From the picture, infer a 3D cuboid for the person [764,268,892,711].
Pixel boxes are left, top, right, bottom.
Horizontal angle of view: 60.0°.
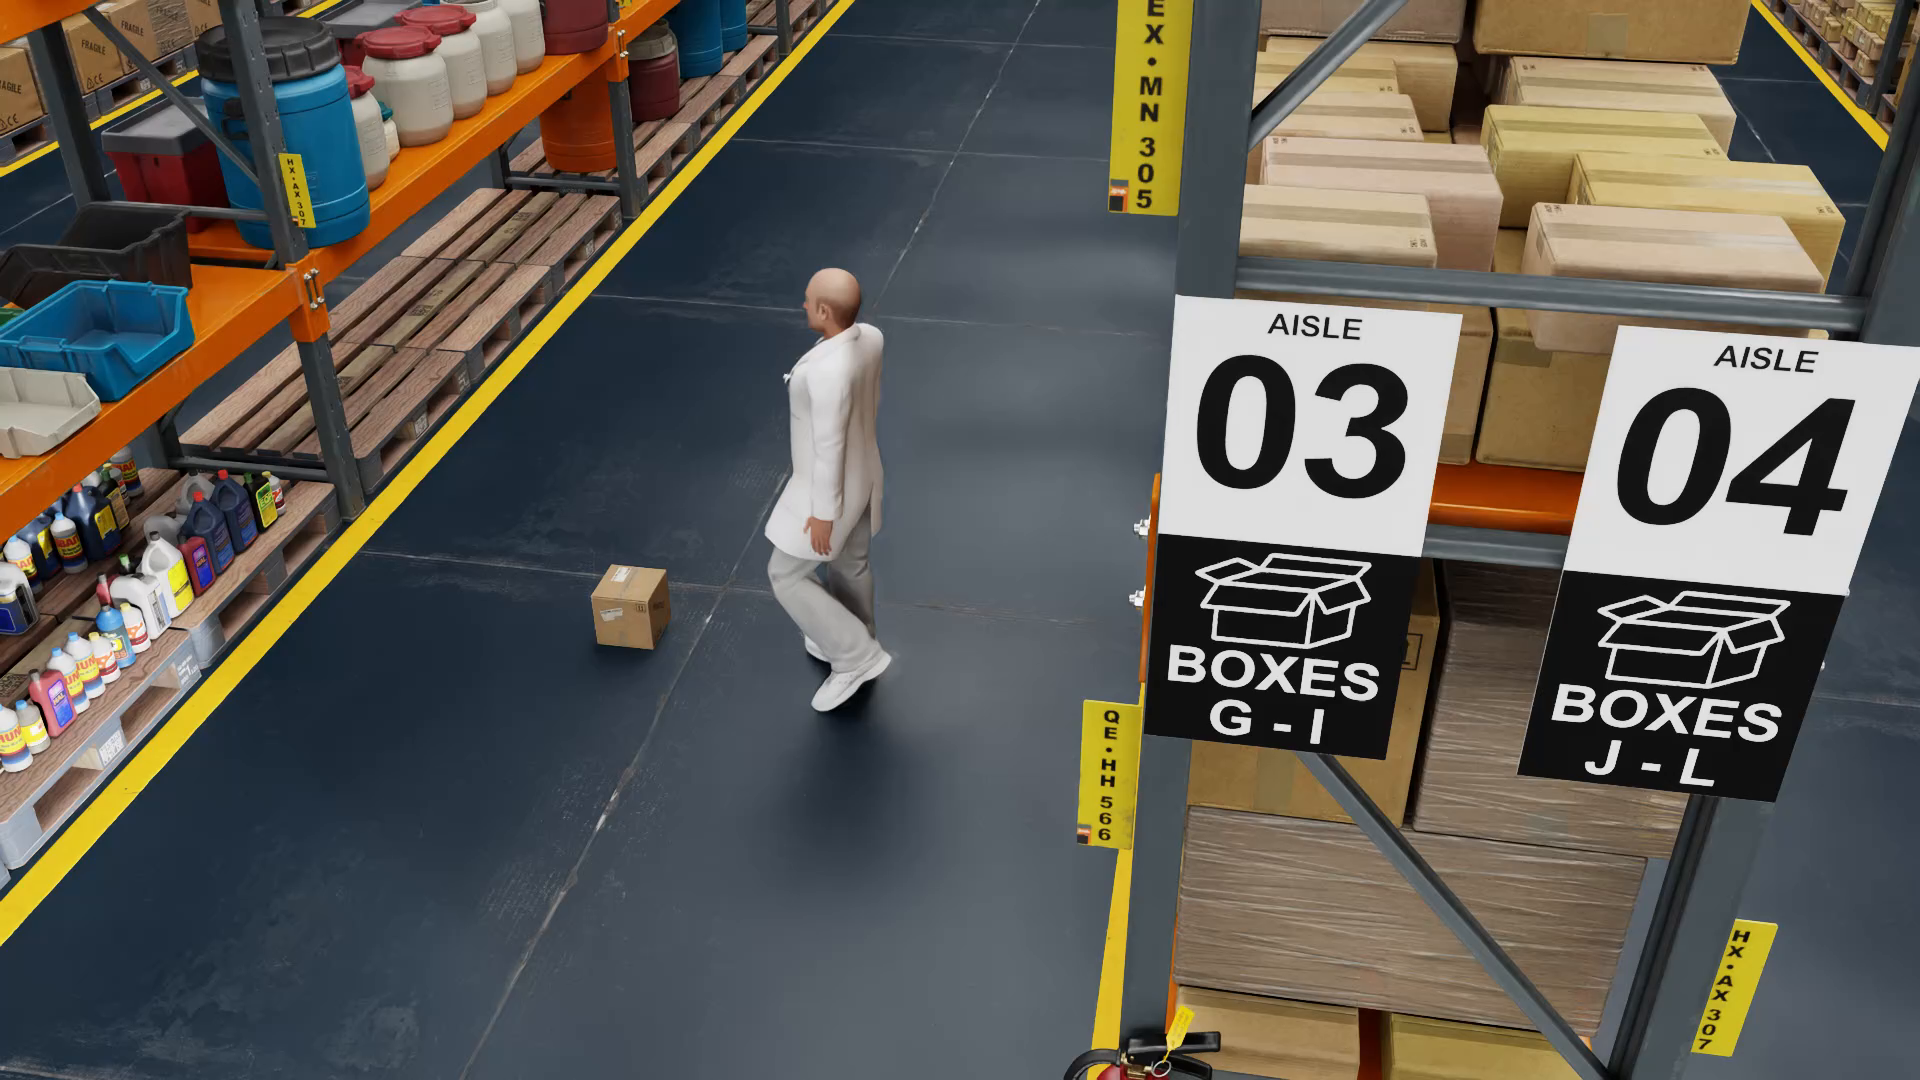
[{"bbox_3d":[-0.470,-0.169,6.481,0.511,1.680,0.646,11,34,17],"label":"person"}]
